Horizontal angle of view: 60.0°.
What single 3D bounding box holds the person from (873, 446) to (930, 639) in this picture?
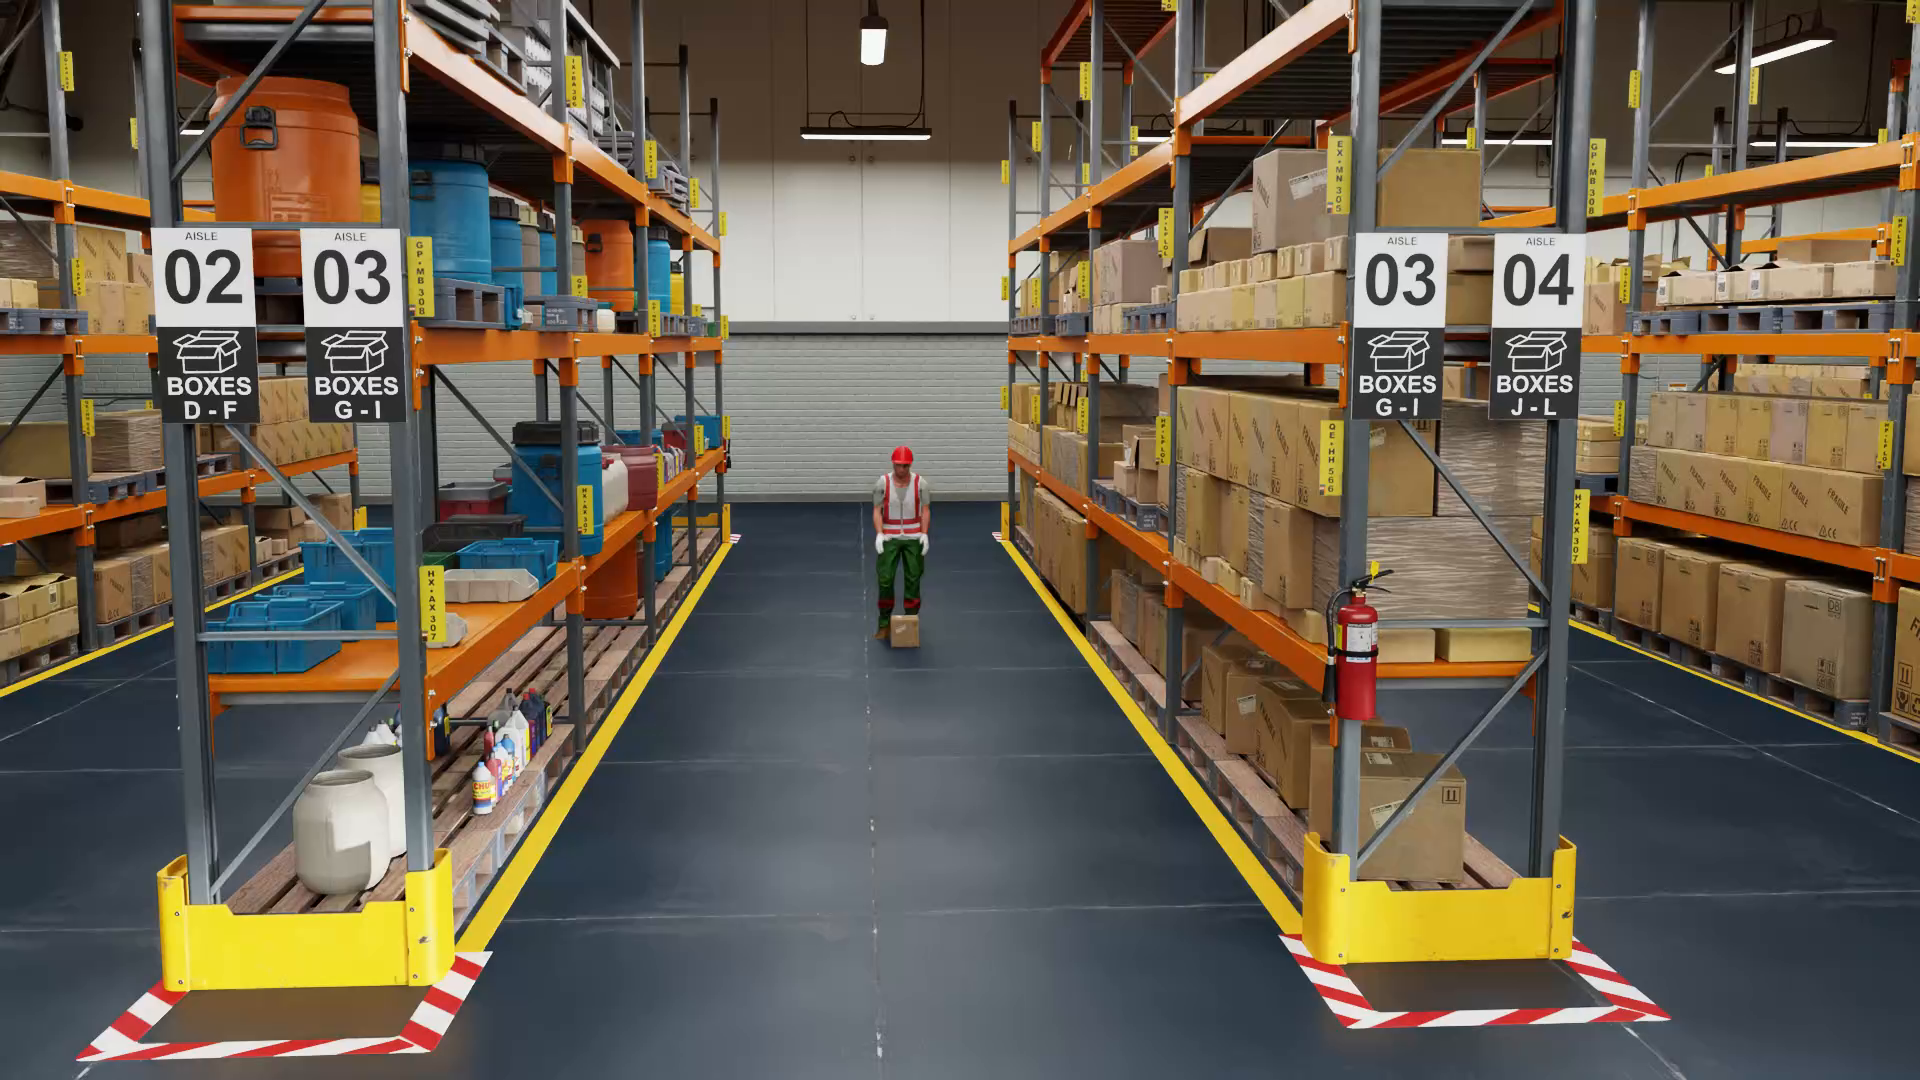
[{"bbox_3d":[-0.544,0.050,15.453,0.546,1.850,0.472,-1,7,-4],"label":"person"}]
